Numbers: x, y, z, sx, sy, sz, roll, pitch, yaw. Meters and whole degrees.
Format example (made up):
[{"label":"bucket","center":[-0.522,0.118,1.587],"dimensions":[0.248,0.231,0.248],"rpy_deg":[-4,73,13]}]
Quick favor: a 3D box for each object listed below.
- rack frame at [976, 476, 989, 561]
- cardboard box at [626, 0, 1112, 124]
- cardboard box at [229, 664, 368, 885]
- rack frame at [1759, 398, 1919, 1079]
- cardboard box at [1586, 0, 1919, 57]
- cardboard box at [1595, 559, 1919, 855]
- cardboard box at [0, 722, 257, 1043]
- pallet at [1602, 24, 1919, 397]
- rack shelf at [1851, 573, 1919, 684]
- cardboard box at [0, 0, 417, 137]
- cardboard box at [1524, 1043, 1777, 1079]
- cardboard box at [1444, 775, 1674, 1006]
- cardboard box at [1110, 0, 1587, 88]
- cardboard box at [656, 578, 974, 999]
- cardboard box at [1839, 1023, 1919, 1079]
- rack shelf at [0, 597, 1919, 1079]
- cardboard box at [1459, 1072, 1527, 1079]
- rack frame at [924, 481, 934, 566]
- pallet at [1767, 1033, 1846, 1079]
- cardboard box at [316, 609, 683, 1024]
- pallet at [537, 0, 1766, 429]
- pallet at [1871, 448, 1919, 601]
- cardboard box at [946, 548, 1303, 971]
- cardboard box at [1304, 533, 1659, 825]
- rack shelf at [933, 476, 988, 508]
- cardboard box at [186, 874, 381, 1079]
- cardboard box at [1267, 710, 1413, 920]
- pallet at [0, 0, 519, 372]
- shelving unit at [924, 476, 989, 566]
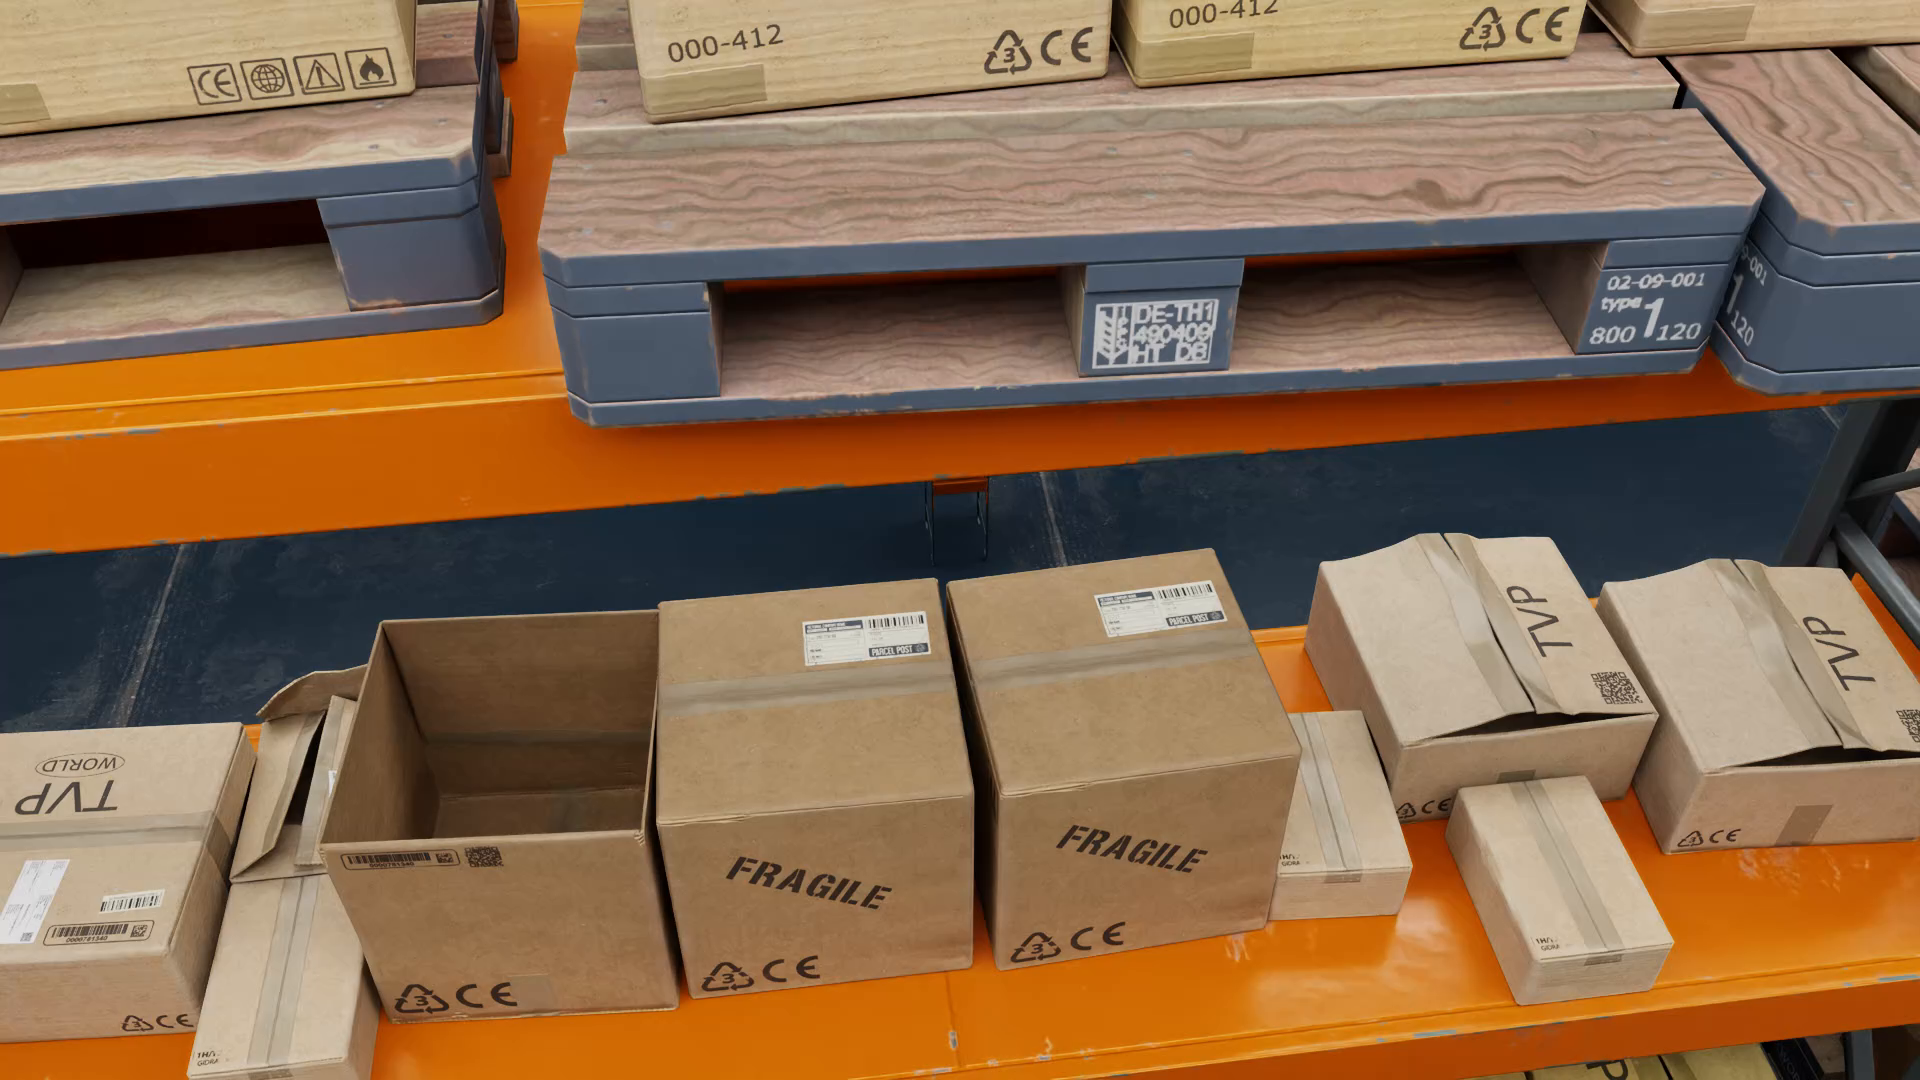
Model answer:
[{"label":"rack frame","center":[0.076,-0.452,5.356],"dimensions":[0.006,1.200,0.240],"rpy_deg":[-5,42,-6]},{"label":"cardboard box","center":[-0.135,-0.722,1.869],"dimensions":[0.500,0.250,0.500],"rpy_deg":[-8,43,-9]},{"label":"cardboard box","center":[-1.191,0.469,3.090],"dimensions":[0.258,0.266,0.396],"rpy_deg":[-6,42,-7]},{"label":"rack frame","center":[1.927,0.271,3.211],"dimensions":[0.127,3.000,1.000],"rpy_deg":[-5,42,-6]},{"label":"cardboard box","center":[0.967,-0.809,1.967],"dimensions":[0.500,0.250,0.500],"rpy_deg":[-4,42,-4]},{"label":"cardboard box","center":[1.561,0.306,3.238],"dimensions":[0.500,0.311,0.500],"rpy_deg":[-3,42,-3]},{"label":"cardboard box","center":[-1.556,0.602,2.955],"dimensions":[0.500,0.250,0.500],"rpy_deg":[-3,42,-3]},{"label":"pallet","center":[1.266,-0.655,2.138],"dimensions":[1.003,0.211,1.213],"rpy_deg":[-3,42,-4]},{"label":"rack shelf","center":[3.910,0.364,3.644],"dimensions":[4.000,0.370,1.077],"rpy_deg":[-5,42,-6]},{"label":"cardboard box","center":[-0.883,-0.693,1.838],"dimensions":[0.500,0.250,0.500],"rpy_deg":[-9,43,-10]},{"label":"cardboard box","center":[1.440,1.136,3.571],"dimensions":[0.500,0.311,0.500],"rpy_deg":[-4,42,-4]},{"label":"cardboard box","center":[1.071,0.625,3.005],"dimensions":[0.250,0.149,0.380],"rpy_deg":[-5,42,-6]},{"label":"cardboard box","center":[0.399,-0.767,1.920],"dimensions":[0.500,0.250,0.500],"rpy_deg":[-6,42,-6]},{"label":"cardboard box","center":[-0.256,0.436,2.953],"dimensions":[0.500,0.500,0.500],"rpy_deg":[-5,42,-5]},{"label":"cardboard box","center":[2.416,1.186,3.734],"dimensions":[0.500,0.500,0.500],"rpy_deg":[-3,42,-4]},{"label":"rack shelf","center":[-0.056,0.711,3.259],"dimensions":[4.000,0.370,1.077],"rpy_deg":[-5,42,-6]},{"label":"cardboard box","center":[0.925,1.186,3.516],"dimensions":[0.500,0.311,0.500],"rpy_deg":[-6,42,-6]},{"label":"rack frame","center":[-0.105,-0.436,5.338],"dimensions":[0.006,1.200,0.240],"rpy_deg":[-5,42,-6]},{"label":"pallet","center":[2.672,1.266,4.189],"dimensions":[1.213,0.211,1.003],"rpy_deg":[-5,42,-6]},{"label":"cardboard box","center":[-0.753,0.479,2.905],"dimensions":[0.500,0.500,0.500],"rpy_deg":[-2,42,-2]},{"label":"pallet","center":[0.157,-0.556,2.028],"dimensions":[1.213,0.211,1.003],"rpy_deg":[-3,42,-4]},{"label":"pallet","center":[2.590,0.236,3.392],"dimensions":[1.003,0.211,1.213],"rpy_deg":[-5,42,-6]},{"label":"cardboard box","center":[0.266,0.390,3.004],"dimensions":[0.500,0.500,0.500],"rpy_deg":[-7,43,-8]},{"label":"cardboard box","center":[1.015,0.253,3.297],"dimensions":[0.500,0.311,0.500],"rpy_deg":[-5,42,-6]},{"label":"rack shelf","center":[-0.014,-0.233,5.537],"dimensions":[0.180,0.103,0.258],"rpy_deg":[-5,42,-6]},{"label":"cardboard box","center":[-1.134,0.770,2.844],"dimensions":[0.250,0.149,0.380],"rpy_deg":[-5,42,-6]},{"label":"cardboard box","center":[0.670,0.512,3.130],"dimensions":[0.250,0.149,0.380],"rpy_deg":[-2,42,-2]},{"label":"pallet","center":[-1.166,-0.510,1.979],"dimensions":[1.217,0.209,0.805],"rpy_deg":[-7,42,-7]},{"label":"shelving unit","center":[-0.014,-0.444,5.347],"dimensions":[0.189,1.200,0.258],"rpy_deg":[-5,42,-6]}]
